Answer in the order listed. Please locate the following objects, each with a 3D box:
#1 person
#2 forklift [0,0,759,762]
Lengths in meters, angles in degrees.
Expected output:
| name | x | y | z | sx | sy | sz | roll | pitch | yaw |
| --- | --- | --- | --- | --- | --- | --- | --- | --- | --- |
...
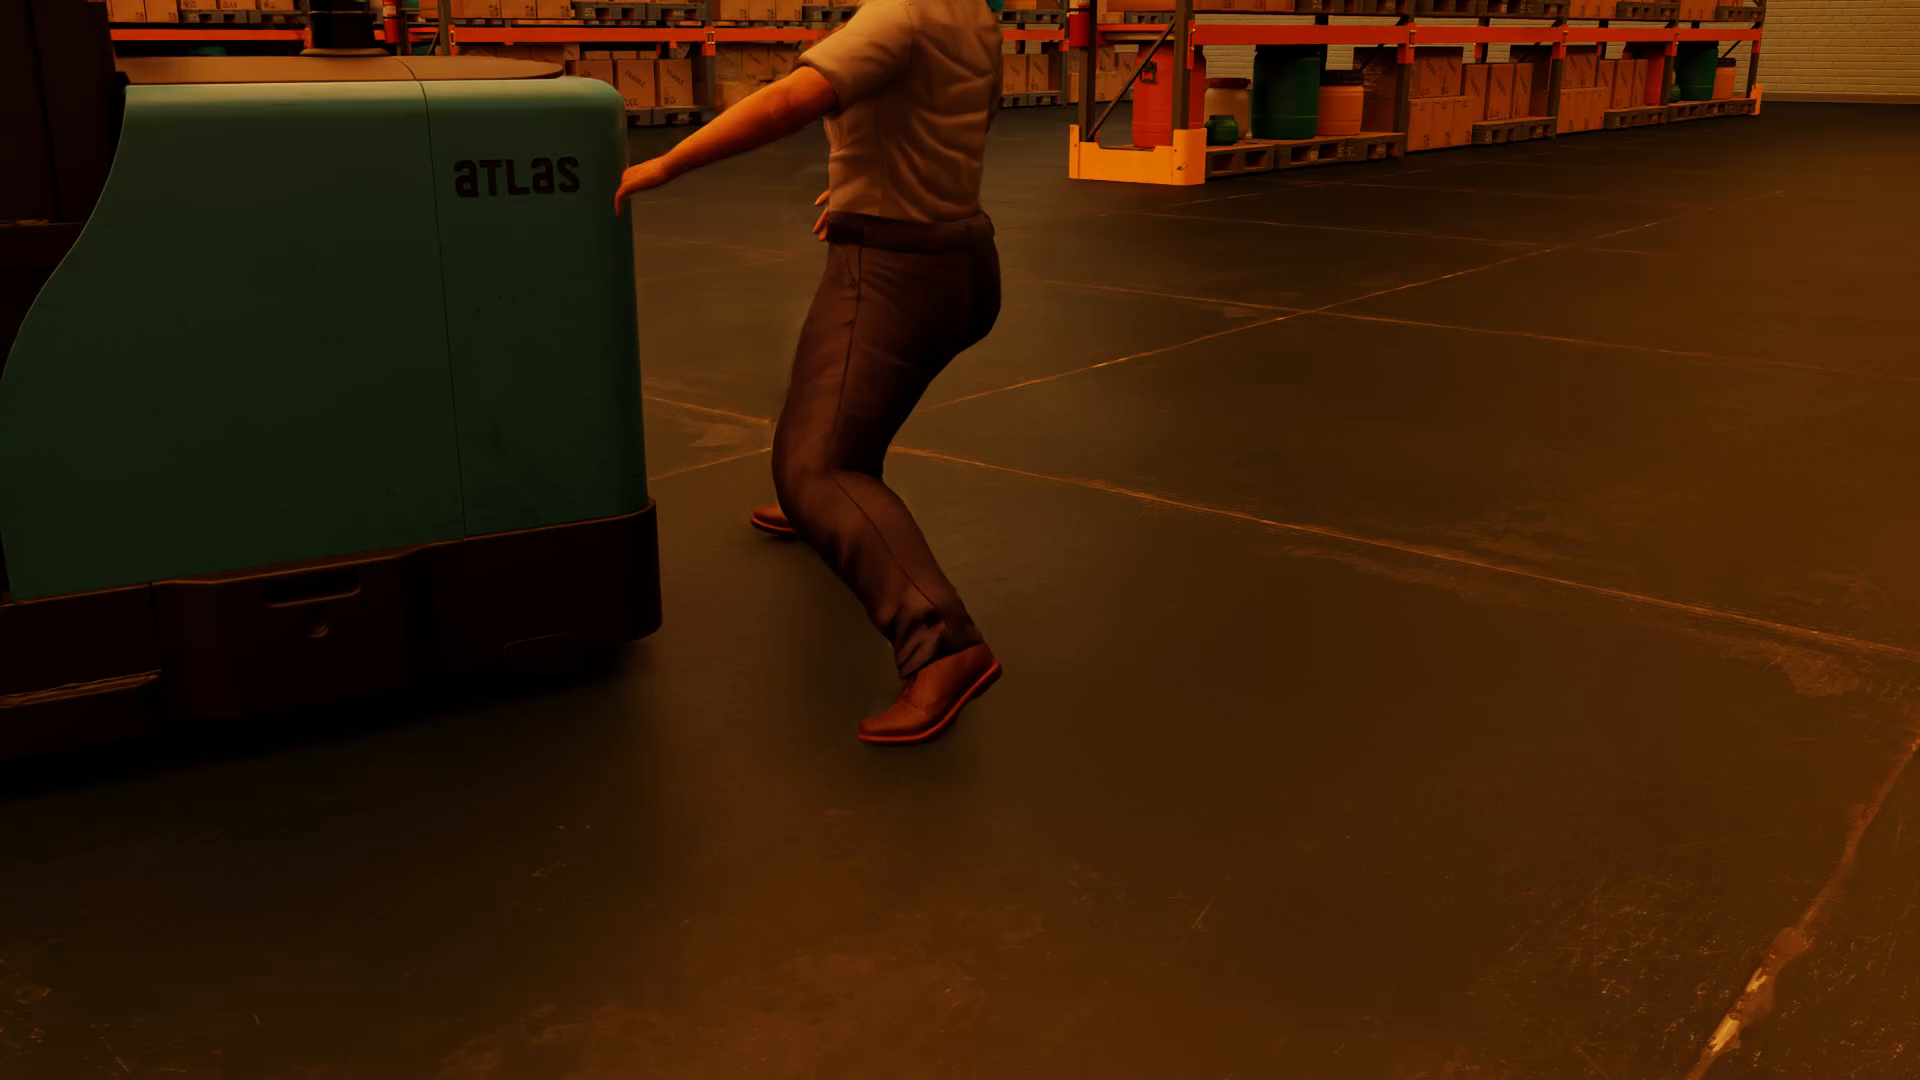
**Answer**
| name | x | y | z | sx | sy | sz | roll | pitch | yaw |
| --- | --- | --- | --- | --- | --- | --- | --- | --- | --- |
| person | -0.006 | -0.518 | 3.021 | 0.544 | 1.559 | 0.850 | 15 | 22 | 40 |
| forklift | -1.931 | -1.103 | 2.531 | 3.031 | 2.935 | 1.130 | -9 | 19 | -28 |
